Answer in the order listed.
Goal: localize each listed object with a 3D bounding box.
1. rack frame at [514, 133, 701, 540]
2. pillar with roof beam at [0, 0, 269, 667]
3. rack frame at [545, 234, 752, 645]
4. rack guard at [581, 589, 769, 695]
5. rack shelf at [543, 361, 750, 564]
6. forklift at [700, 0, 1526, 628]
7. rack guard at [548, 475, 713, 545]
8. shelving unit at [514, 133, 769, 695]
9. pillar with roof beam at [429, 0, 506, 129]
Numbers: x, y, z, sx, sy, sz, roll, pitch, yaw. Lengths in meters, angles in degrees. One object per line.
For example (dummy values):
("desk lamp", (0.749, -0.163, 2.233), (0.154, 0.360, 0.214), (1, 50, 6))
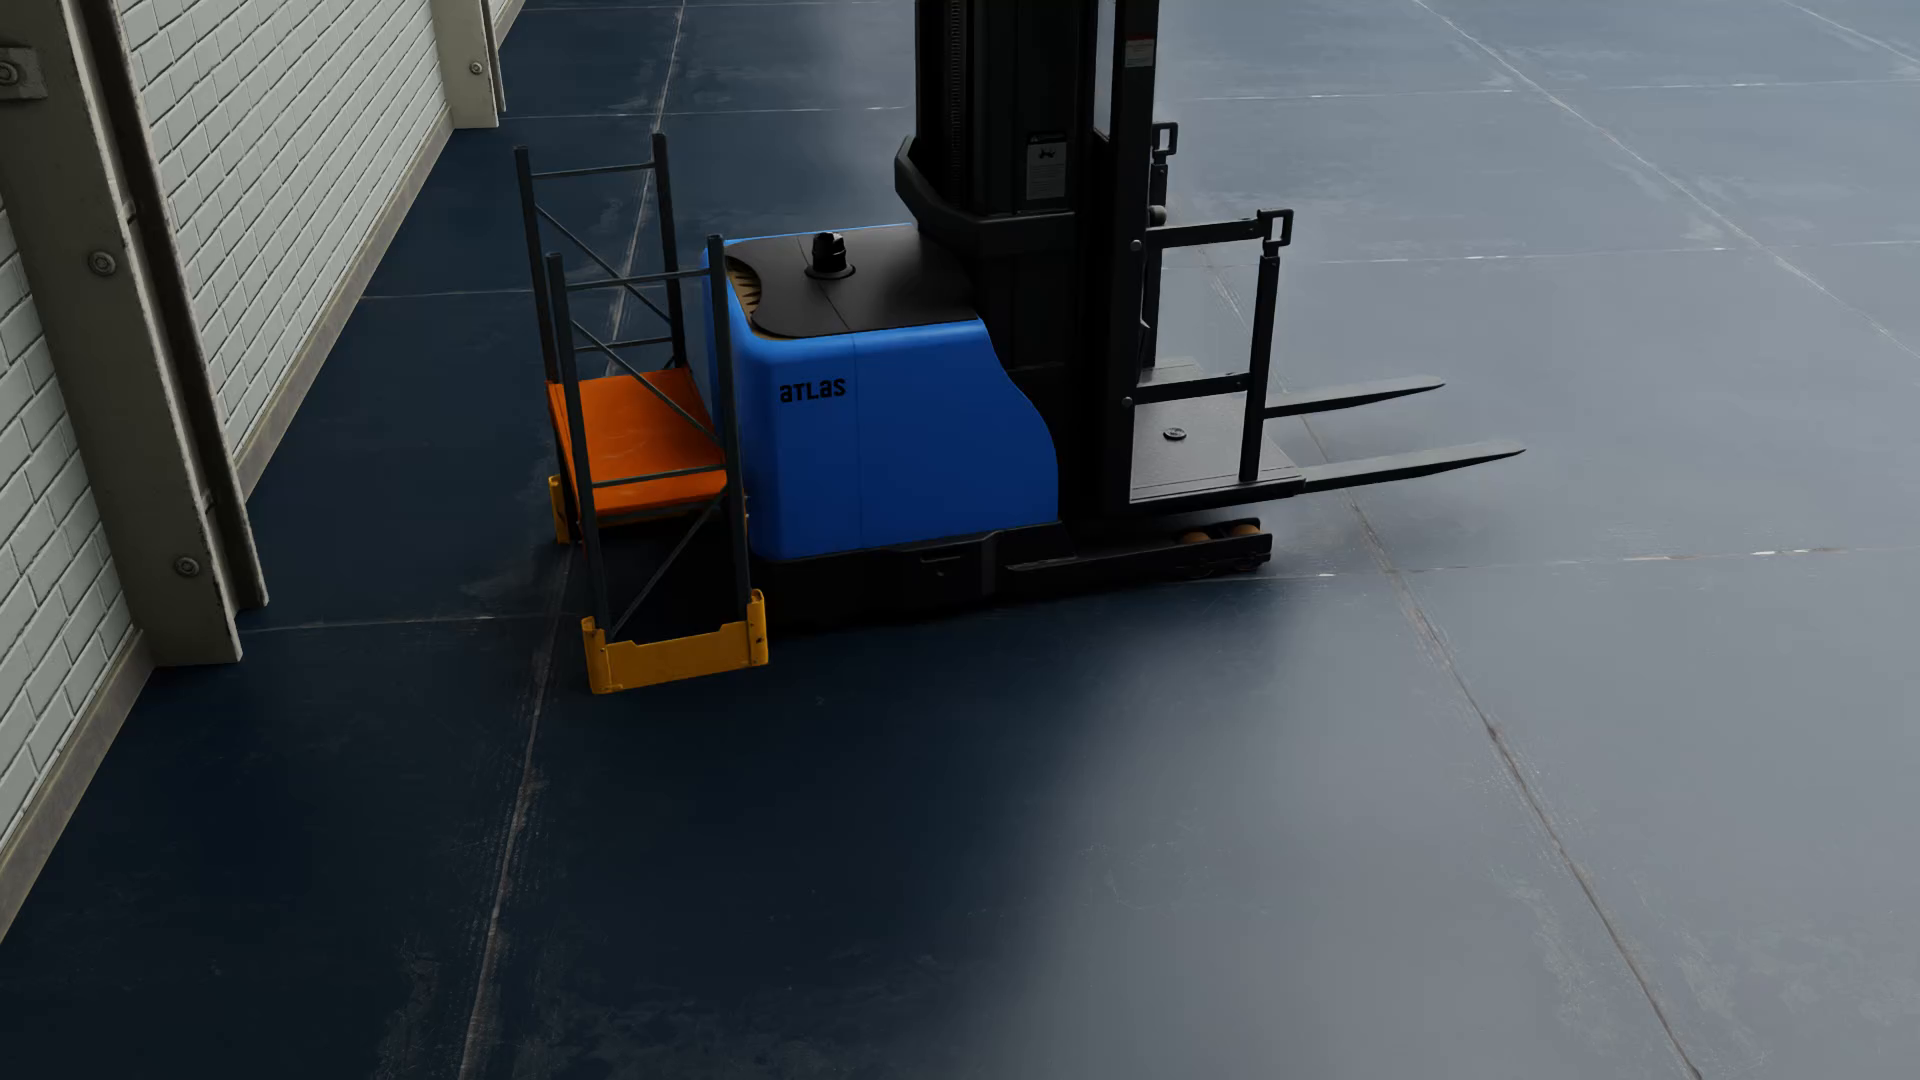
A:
("rack frame", (-1.235, -0.691, 5.943), (0.500, 1.500, 0.032), (-9, 32, -15))
("pillar with roof beam", (1.699, -3.754, 3.760), (9.100, 9.000, 0.400), (-3, 31, -5))
("rack frame", (-0.922, -0.195, 5.112), (0.500, 1.500, 0.032), (-9, 32, -15))
("rack guard", (-0.927, 0.332, 5.449), (0.587, 0.250, 0.087), (-9, 32, -15))
("rack shelf", (-1.078, -0.288, 5.620), (0.538, 0.185, 1.000), (-9, 32, -15))
("forklift", (0.635, -1.372, 5.688), (3.031, 2.935, 1.130), (-8, 32, -13))
("rack guard", (-1.234, -0.154, 6.263), (0.587, 0.250, 0.087), (-9, 32, -15))
("shelving unit", (-1.081, -0.447, 5.535), (0.587, 1.500, 1.083), (-9, 32, -15))
("pillar with roof beam", (1.139, -6.818, 8.889), (9.100, 9.000, 0.400), (-3, 31, -5))
